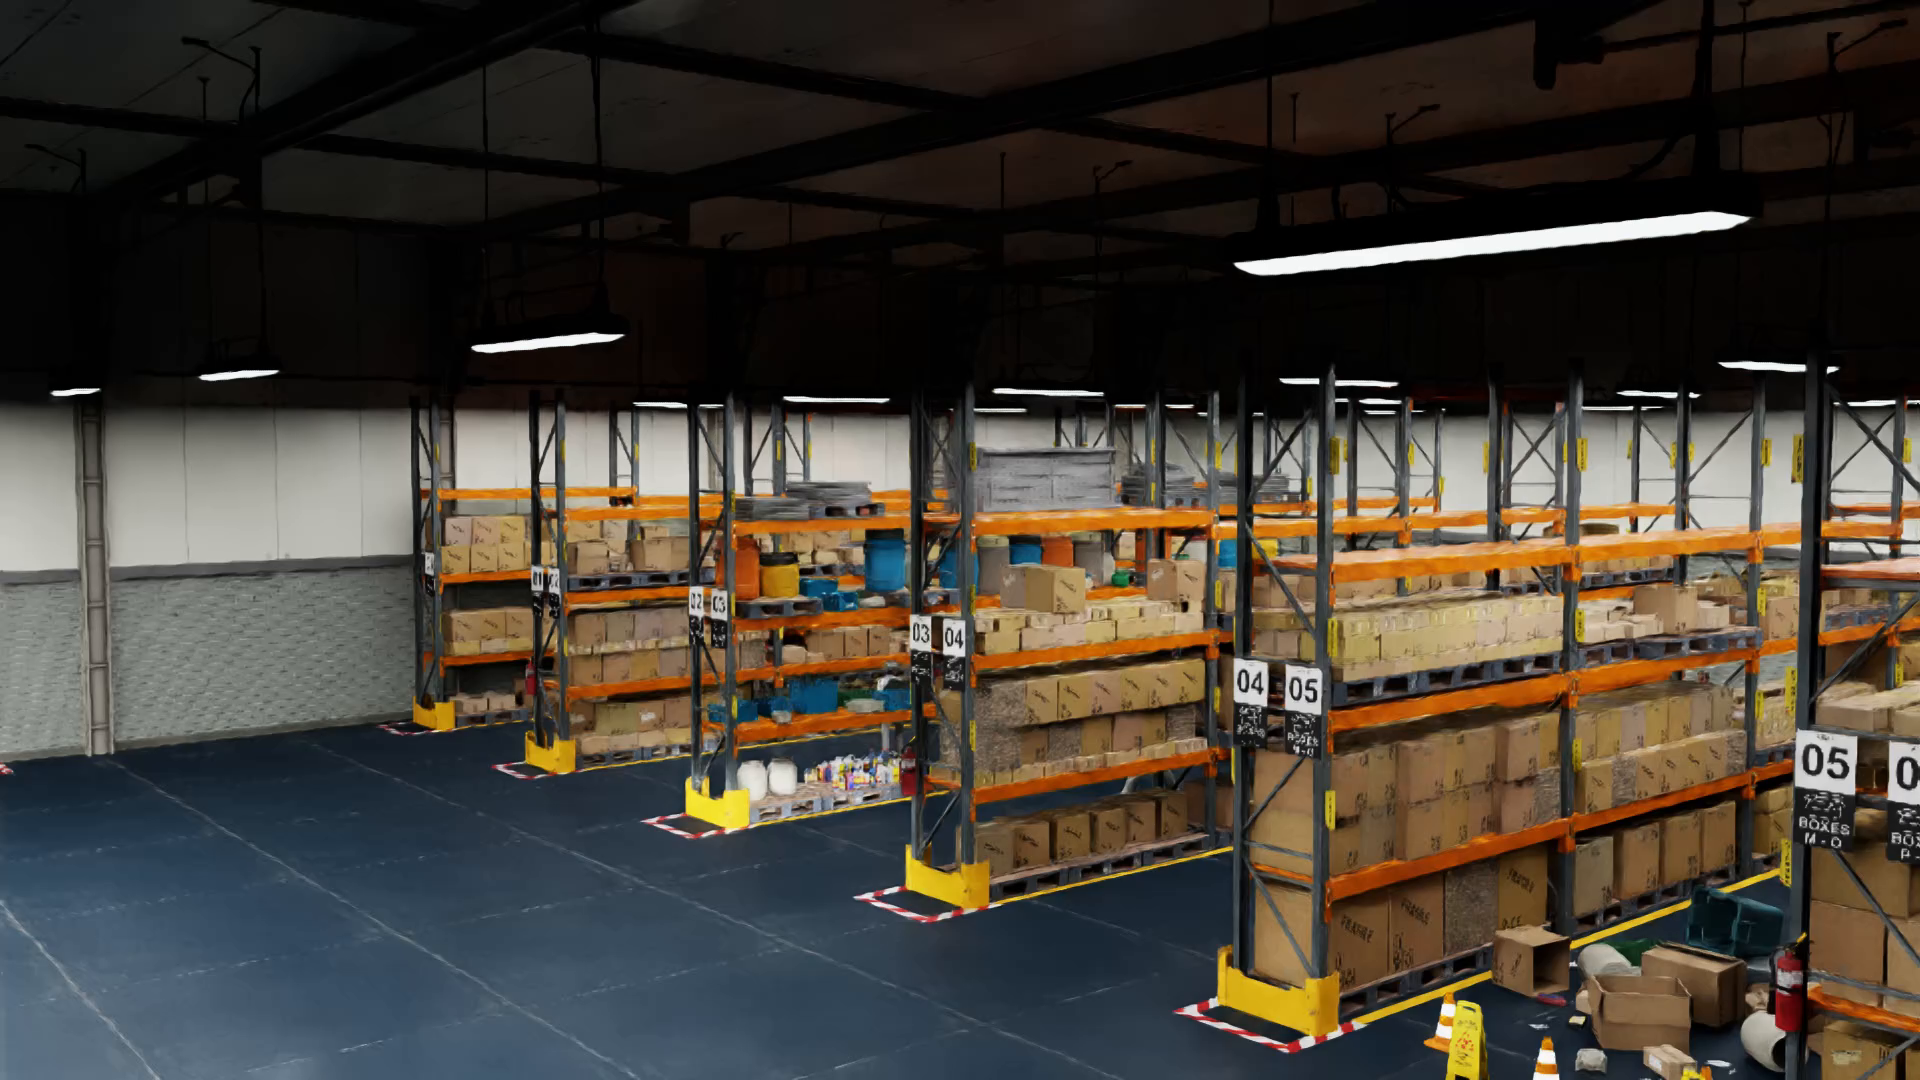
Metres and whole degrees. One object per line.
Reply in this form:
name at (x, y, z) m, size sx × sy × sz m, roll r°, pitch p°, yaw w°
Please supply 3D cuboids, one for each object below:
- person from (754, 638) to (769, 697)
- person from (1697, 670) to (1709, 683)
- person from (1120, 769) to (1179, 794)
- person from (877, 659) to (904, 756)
person at (-4.011, 2.411, 32.369) m, size 0.536 × 1.659 × 1.037 m, roll 3°, pitch 5°, yaw 42°
person at (11.728, 2.827, 26.166) m, size 0.513 × 1.604 × 0.592 m, roll -3°, pitch 5°, yaw -42°
person at (2.683, 2.950, 23.678) m, size 1.012 × 1.603 × 0.443 m, roll -2°, pitch 4°, yaw -30°
person at (-1.114, 2.749, 26.571) m, size 0.524 × 1.677 × 0.463 m, roll -1°, pitch 3°, yaw -9°
